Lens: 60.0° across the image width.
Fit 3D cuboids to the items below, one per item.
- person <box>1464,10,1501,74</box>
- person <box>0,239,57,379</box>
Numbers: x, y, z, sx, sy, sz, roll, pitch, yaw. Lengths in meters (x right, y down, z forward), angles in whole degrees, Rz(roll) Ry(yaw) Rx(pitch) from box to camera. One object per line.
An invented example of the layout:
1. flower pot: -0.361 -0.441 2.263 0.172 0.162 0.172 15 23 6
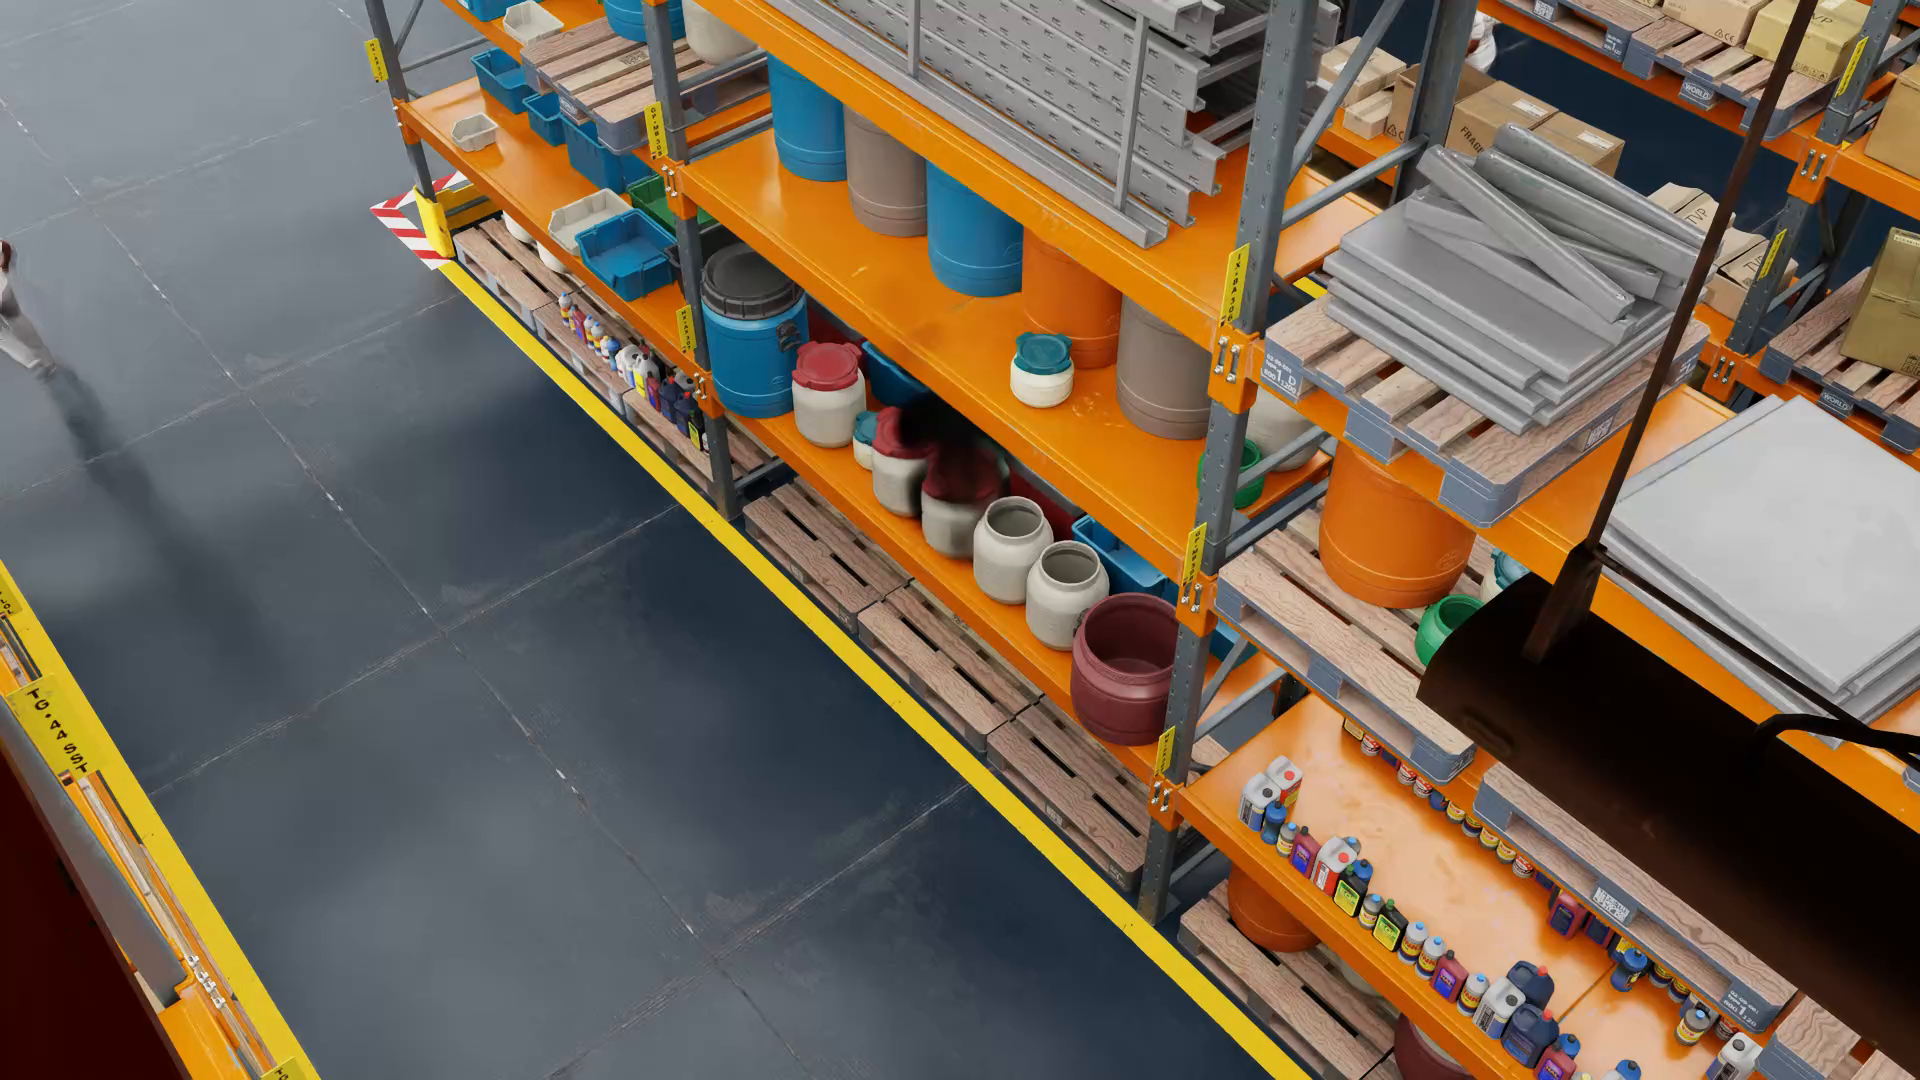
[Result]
1. person: 4.092 -3.929 13.598 0.516 1.611 0.581 33 55 27
2. person: -6.751 -1.679 11.475 0.510 1.648 0.619 31 54 26
